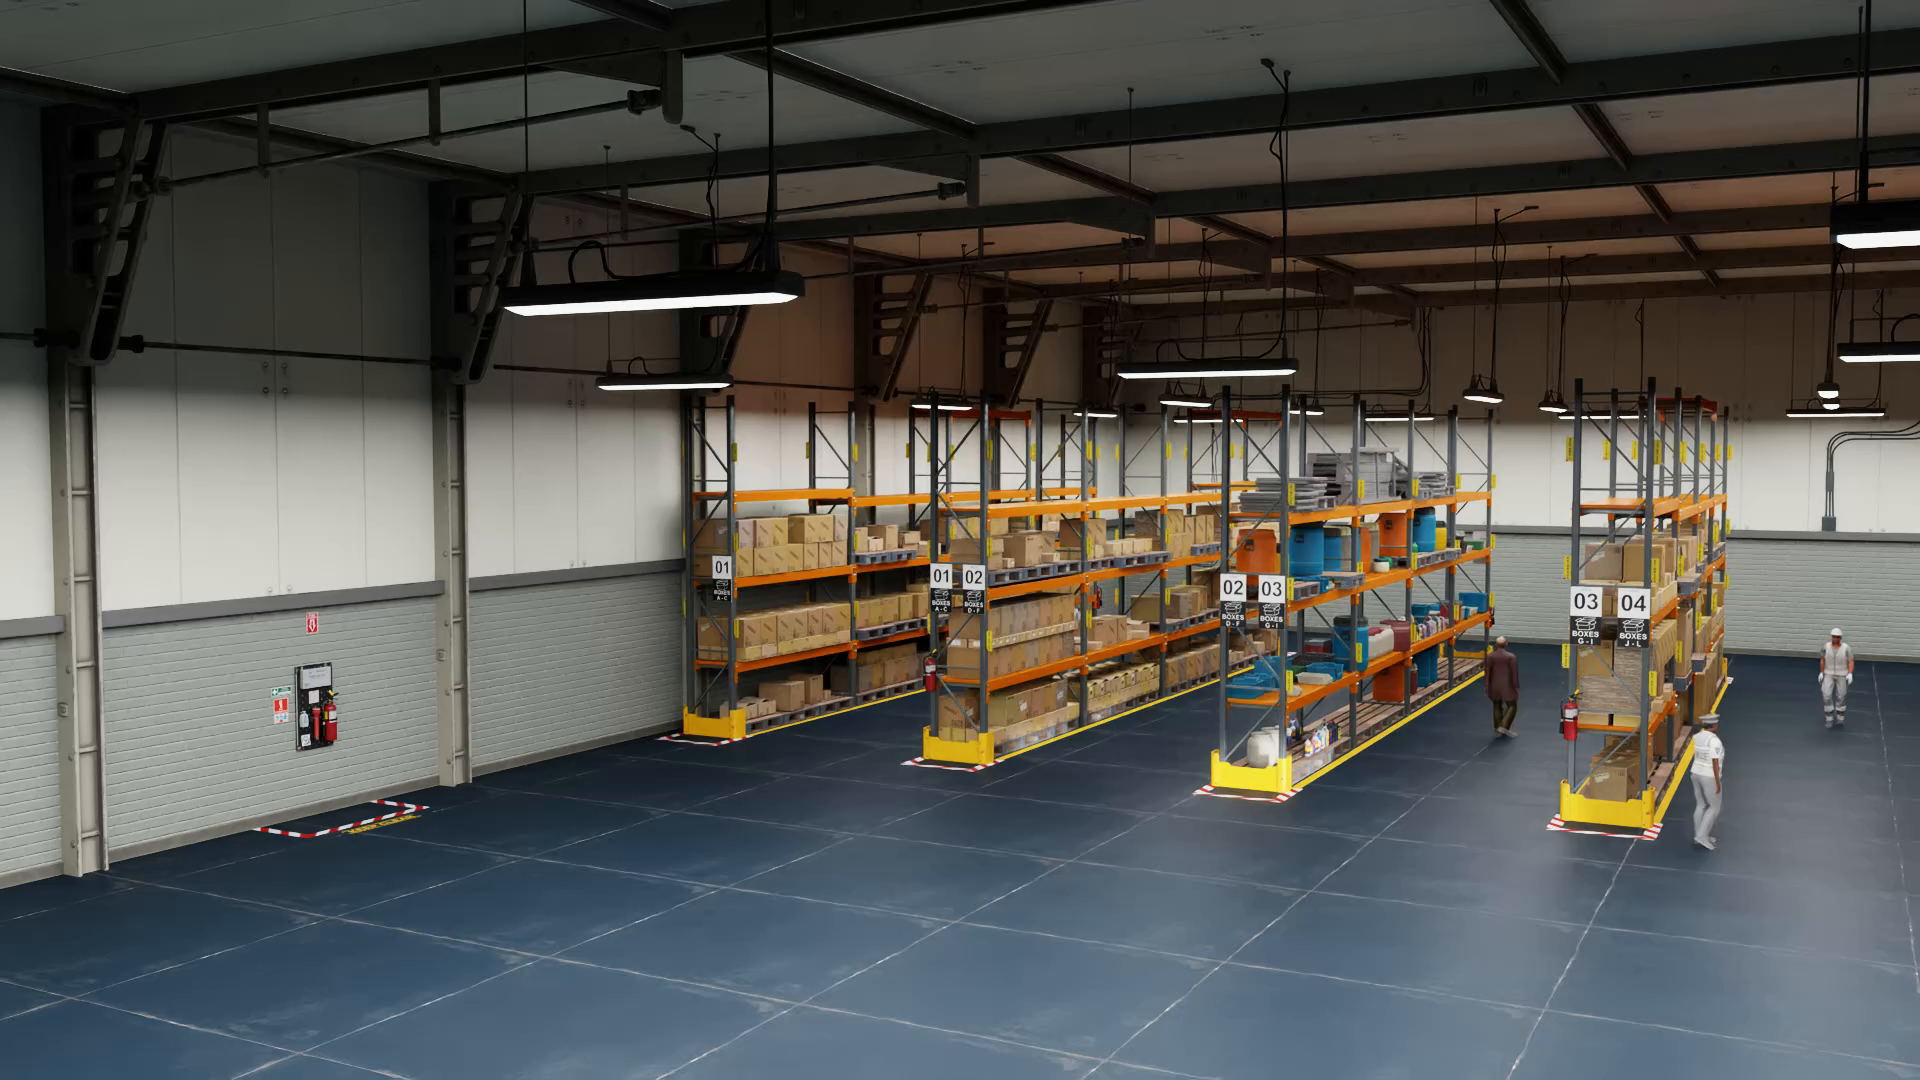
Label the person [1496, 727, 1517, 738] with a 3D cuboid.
[{"bbox_3d":[9.575,3.382,29.141,0.419,0.184,0.608,2,4,31],"label":"person"}]

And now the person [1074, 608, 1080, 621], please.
[{"bbox_3d":[2.460,1.793,36.872,0.463,0.566,0.310,2,4,31],"label":"person"}]

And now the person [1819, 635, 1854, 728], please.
[{"bbox_3d":[16.012,2.551,30.410,0.587,1.795,0.535,2,4,37],"label":"person"}]
